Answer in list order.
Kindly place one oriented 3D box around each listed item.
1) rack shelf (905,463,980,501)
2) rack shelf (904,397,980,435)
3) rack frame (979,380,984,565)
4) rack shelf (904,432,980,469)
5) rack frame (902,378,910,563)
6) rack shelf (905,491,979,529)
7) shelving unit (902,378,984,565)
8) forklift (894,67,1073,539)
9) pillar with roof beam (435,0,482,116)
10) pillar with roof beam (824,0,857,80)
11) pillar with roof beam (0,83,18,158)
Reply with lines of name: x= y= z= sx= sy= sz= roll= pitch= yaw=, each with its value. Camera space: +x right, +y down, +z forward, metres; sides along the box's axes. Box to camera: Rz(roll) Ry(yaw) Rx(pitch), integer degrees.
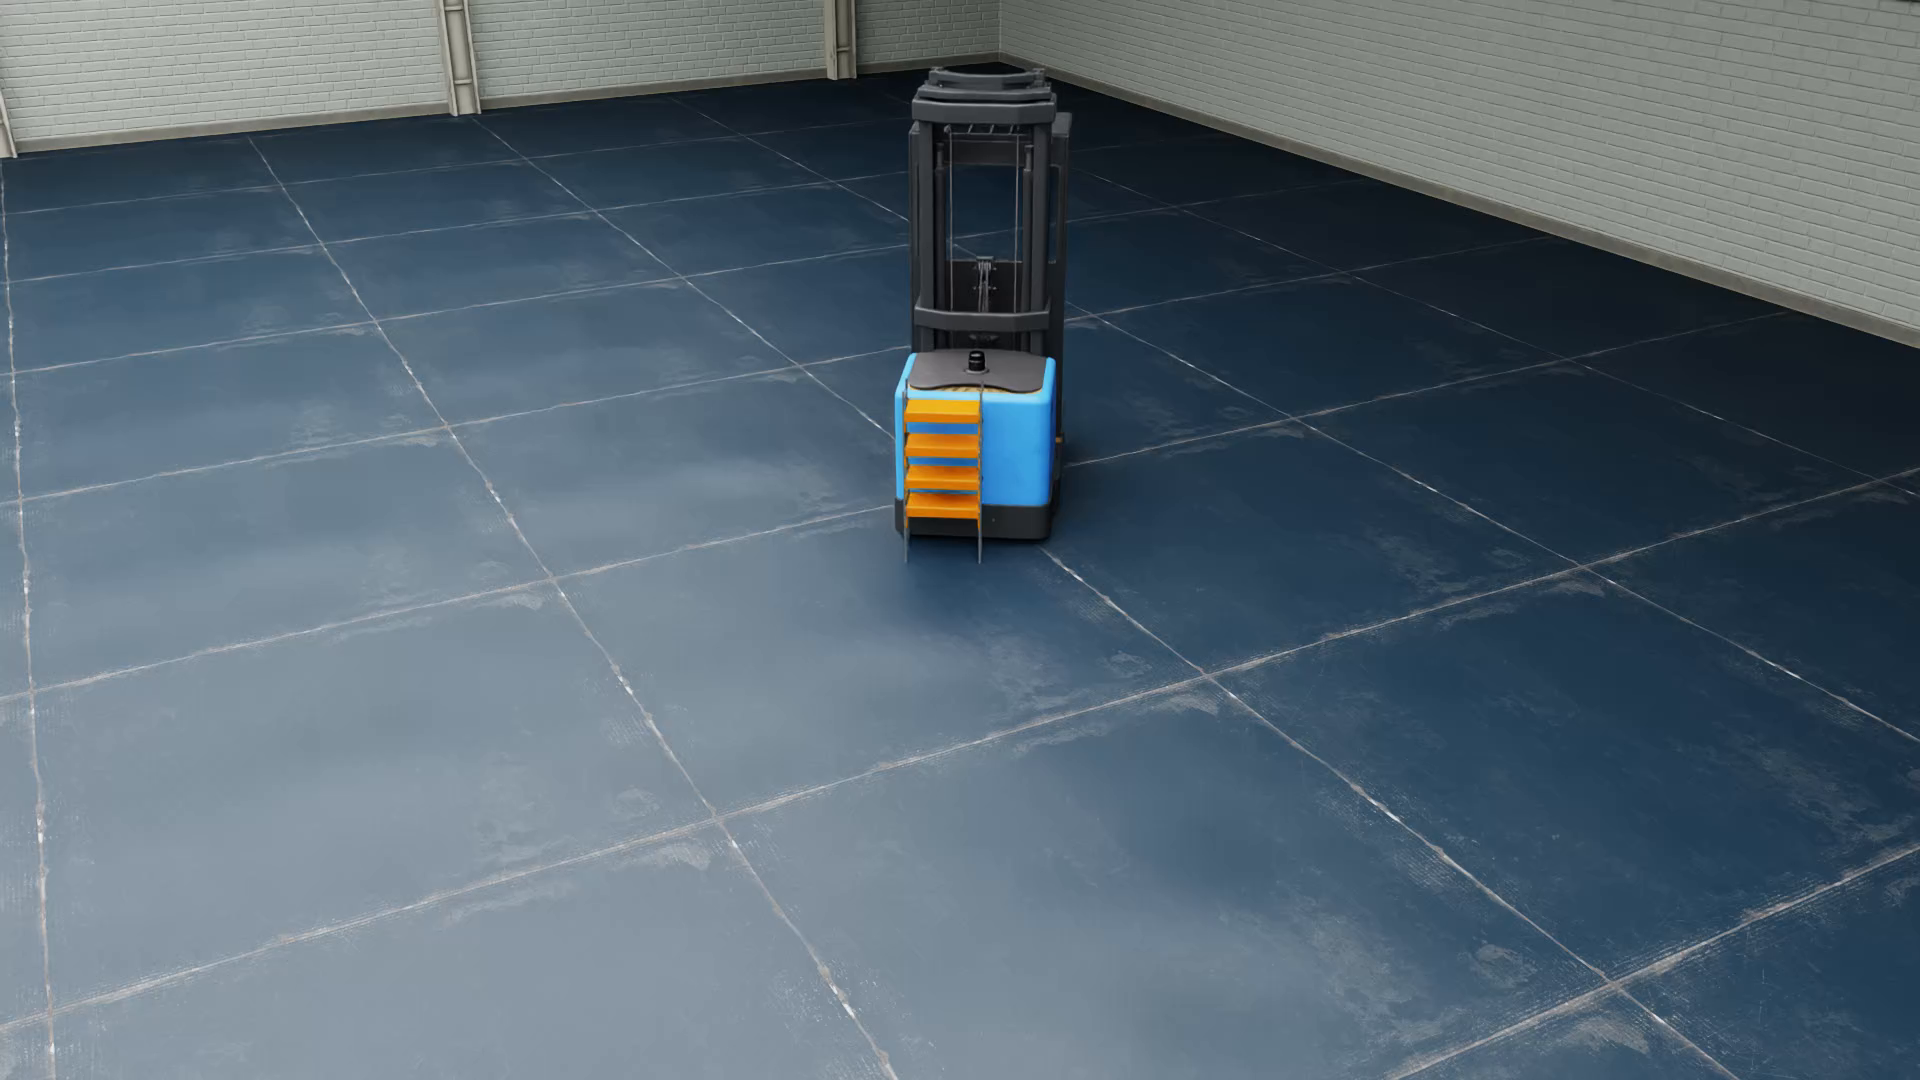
rack shelf: x=-0.106 y=-0.376 z=10.802 sx=0.480 sy=0.148 sz=0.258 roll=2 pitch=26 yaw=3
rack shelf: x=-0.106 y=-0.791 z=10.603 sx=0.480 sy=0.148 sz=0.258 roll=2 pitch=26 yaw=3
rack frame: x=0.137 y=-0.430 z=10.759 sx=0.015 sy=1.200 sz=0.240 roll=2 pitch=26 yaw=3
rack shelf: x=-0.106 y=-0.578 z=10.705 sx=0.480 sy=0.148 sz=0.258 roll=2 pitch=26 yaw=3
rack frame: x=-0.350 y=-0.443 z=10.787 sx=0.015 sy=1.200 sz=0.240 roll=2 pitch=26 yaw=3
rack shelf: x=-0.106 y=-0.197 z=10.888 sx=0.480 sy=0.148 sz=0.258 roll=2 pitch=26 yaw=3
shelving unit: x=-0.106 y=-0.437 z=10.773 sx=0.503 sy=1.200 sz=0.258 roll=2 pitch=26 yaw=3
forklift: x=0.217 y=-1.930 z=11.884 sx=1.130 sy=2.935 sz=3.031 roll=2 pitch=26 yaw=5
pillar with roof beam: x=-5.168 y=-8.624 z=18.814 sx=0.400 sy=9.000 sz=9.100 roll=-13 pitch=29 yaw=-25
pillar with roof beam: x=0.126 y=-9.846 z=21.359 sx=0.400 sy=9.000 sz=9.100 roll=-13 pitch=29 yaw=-25
pillar with roof beam: x=-10.463 y=-7.402 z=16.269 sx=0.400 sy=9.000 sz=9.100 roll=-13 pitch=29 yaw=-25
